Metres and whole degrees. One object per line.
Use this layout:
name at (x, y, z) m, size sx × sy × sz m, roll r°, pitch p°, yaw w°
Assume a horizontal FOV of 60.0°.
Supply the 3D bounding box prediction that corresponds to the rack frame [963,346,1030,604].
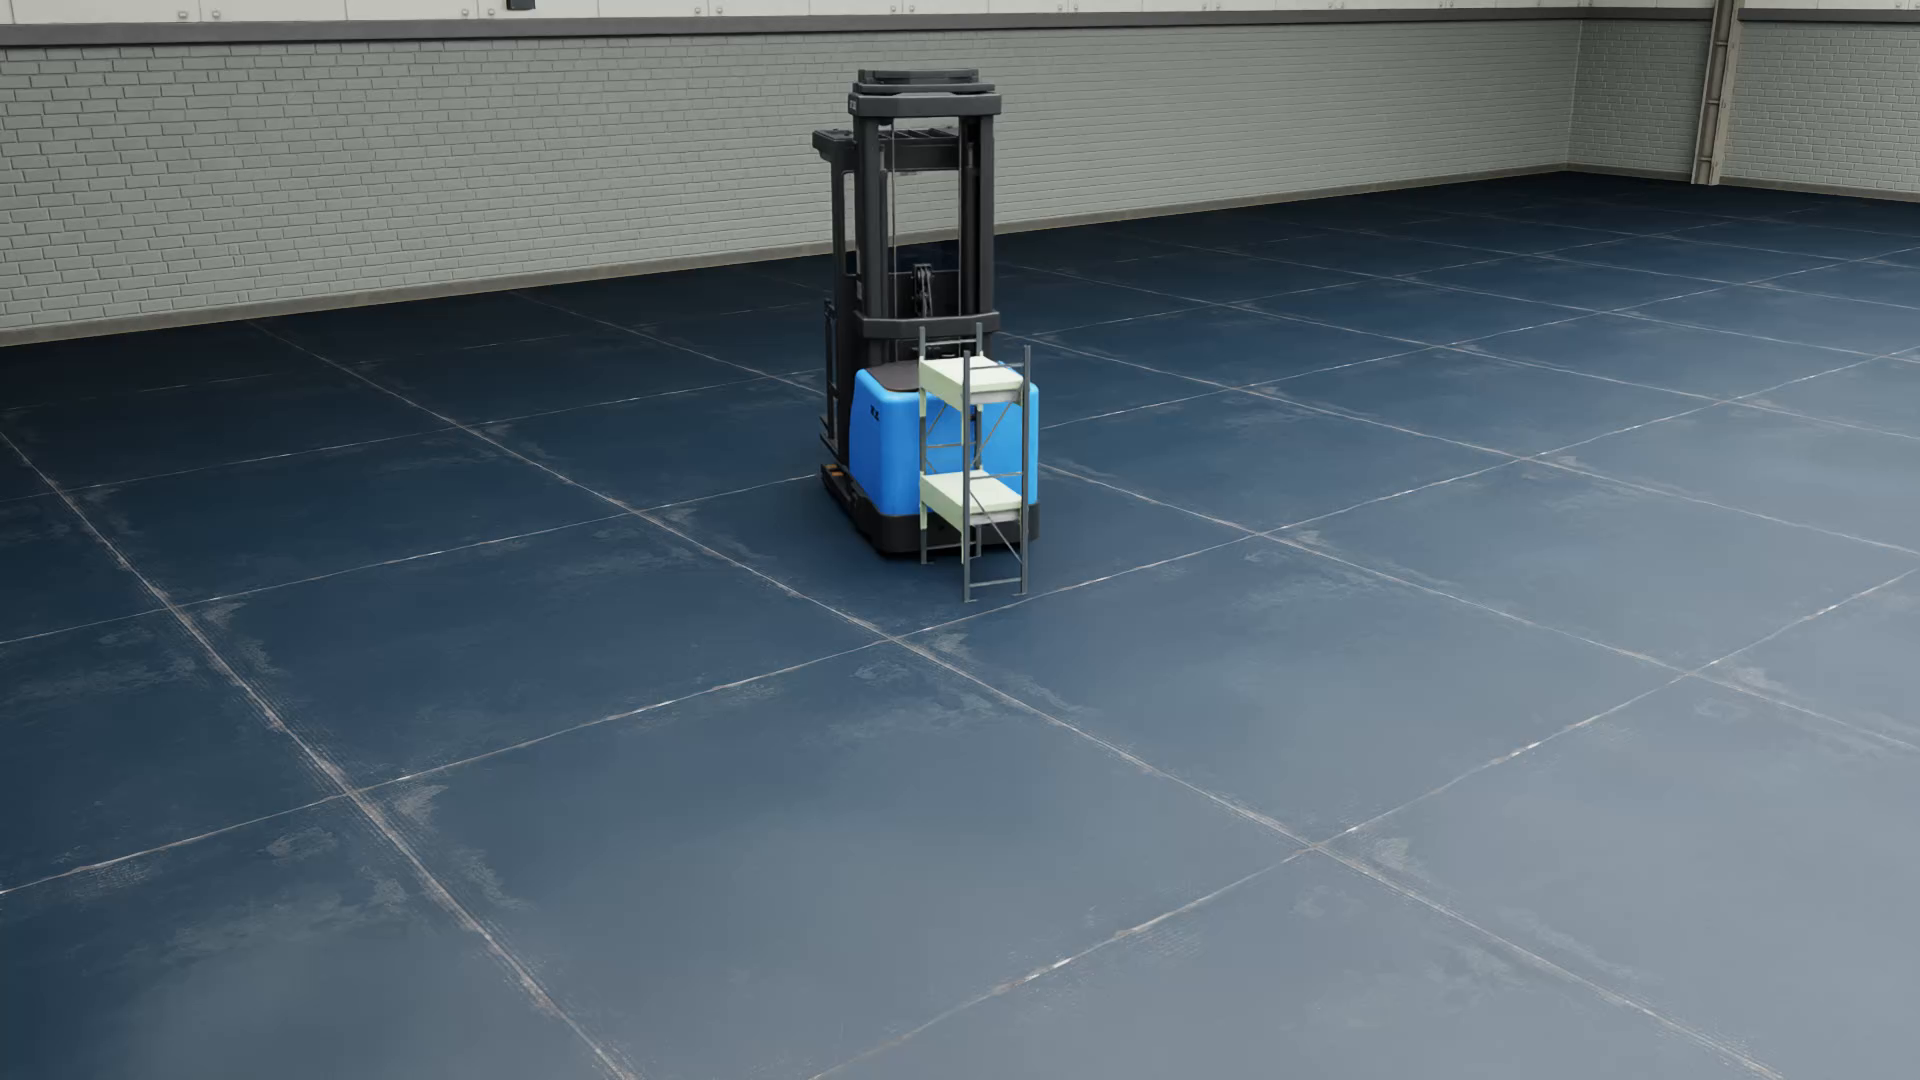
rack frame at (0.207, -0.364, 9.576) m, size 0.400 × 1.500 × 0.023 m, roll -7°, pitch 20°, yaw -20°

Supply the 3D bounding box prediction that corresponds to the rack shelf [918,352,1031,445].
rack shelf at (0.075, -0.842, 9.778) m, size 0.431 × 0.370 × 0.720 m, roll -7°, pitch 20°, yaw -20°

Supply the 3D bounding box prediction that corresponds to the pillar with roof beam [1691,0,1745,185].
pillar with roof beam at (10.401, -10.016, 26.795) m, size 9.100 × 9.000 × 0.400 m, roll -14°, pitch 23°, yaw -36°

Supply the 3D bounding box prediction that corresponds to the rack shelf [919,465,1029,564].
rack shelf at (0.075, -0.162, 10.003) m, size 0.431 × 0.370 × 0.720 m, roll -7°, pitch 20°, yaw -20°

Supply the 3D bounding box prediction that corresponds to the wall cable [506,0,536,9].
wall cable at (-4.258, -9.156, 18.787) m, size 2.305 × 6.003 × 0.169 m, roll -14°, pitch 23°, yaw -36°

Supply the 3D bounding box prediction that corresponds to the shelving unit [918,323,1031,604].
shelving unit at (0.075, -0.471, 9.900) m, size 0.431 × 1.500 × 0.755 m, roll -7°, pitch 20°, yaw -20°

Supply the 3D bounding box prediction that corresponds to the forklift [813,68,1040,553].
forklift at (-0.375, -1.738, 11.449) m, size 1.130 × 2.935 × 3.031 m, roll -5°, pitch 19°, yaw -15°

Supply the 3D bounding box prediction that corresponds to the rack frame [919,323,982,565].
rack frame at (-0.056, -0.579, 10.224) m, size 0.400 × 1.500 × 0.023 m, roll -7°, pitch 20°, yaw -20°
